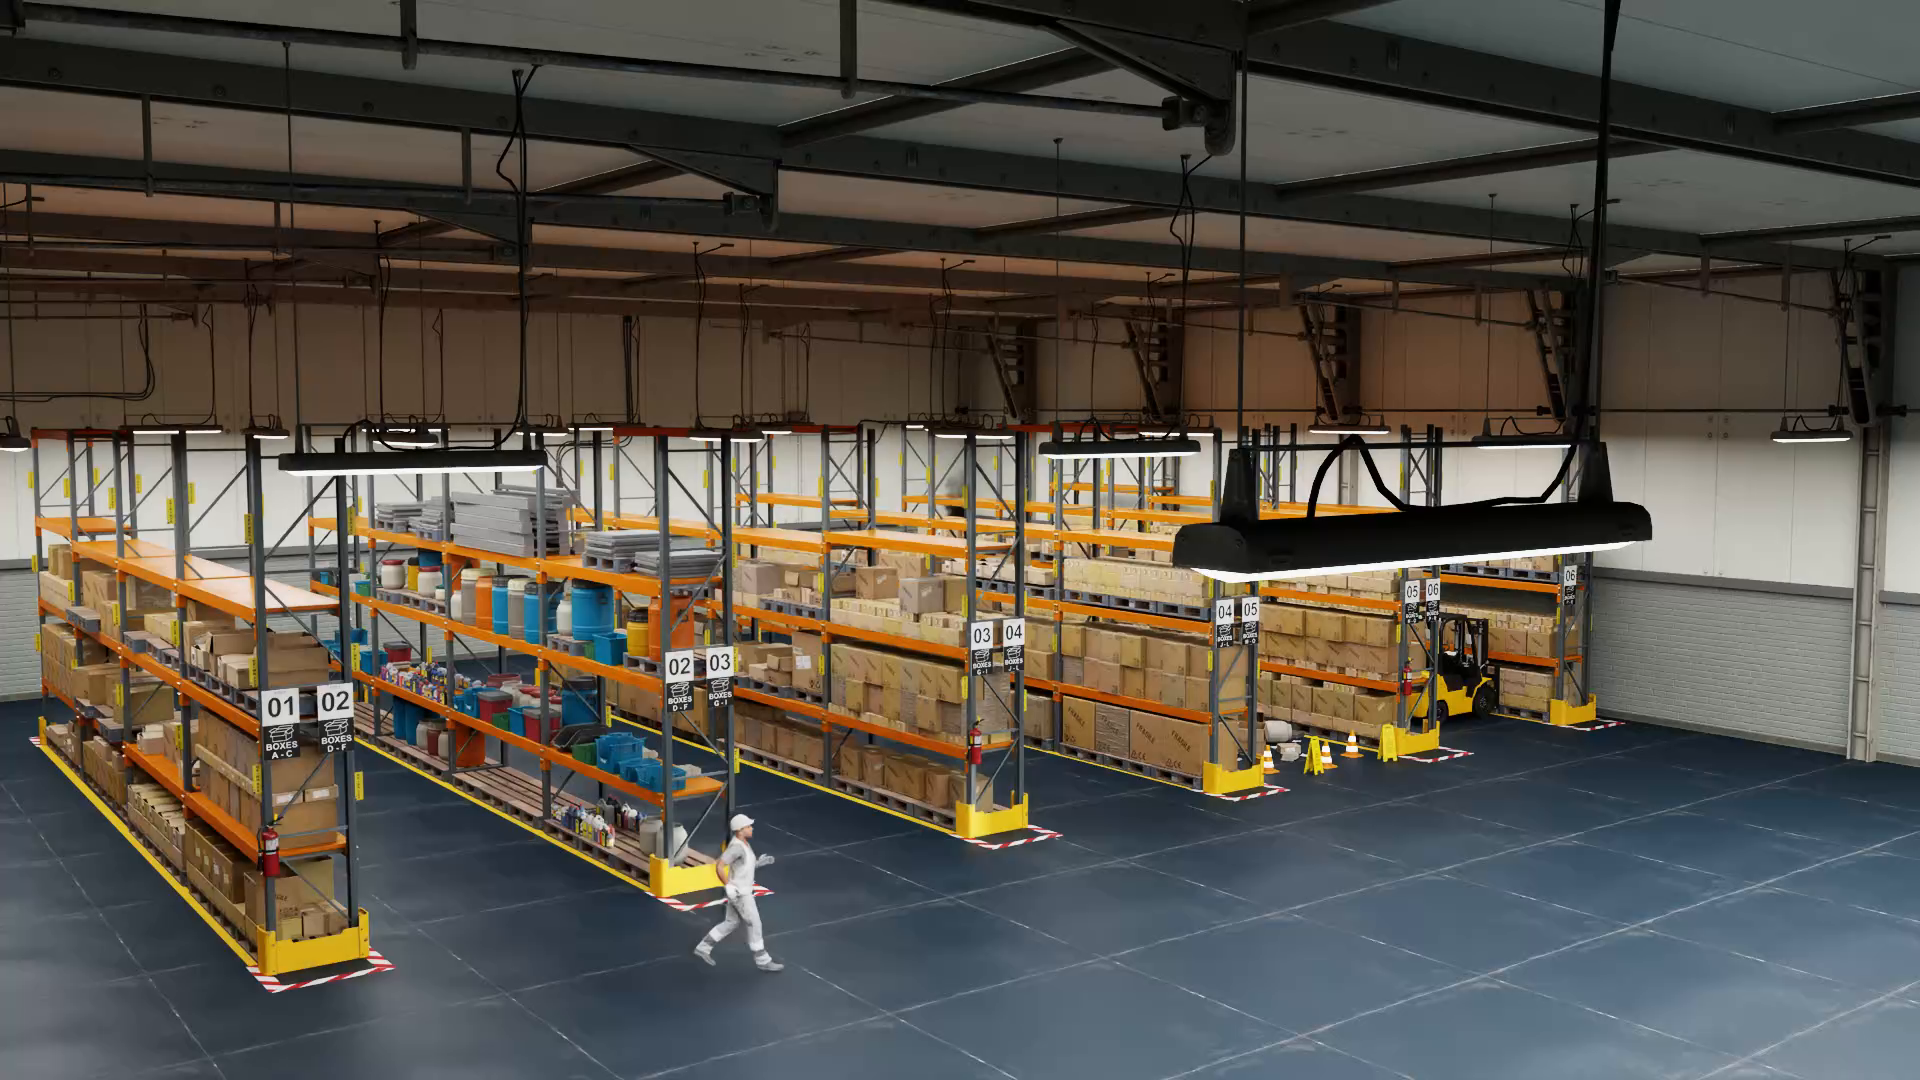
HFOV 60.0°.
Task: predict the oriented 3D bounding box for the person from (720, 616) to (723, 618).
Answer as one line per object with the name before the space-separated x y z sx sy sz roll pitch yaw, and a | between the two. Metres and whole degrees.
person | -5.587 2.536 38.473 0.550 1.605 0.696 -2 5 -29

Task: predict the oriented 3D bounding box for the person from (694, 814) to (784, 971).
person | -2.482 3.942 18.574 1.004 1.776 0.663 -1 5 -8
